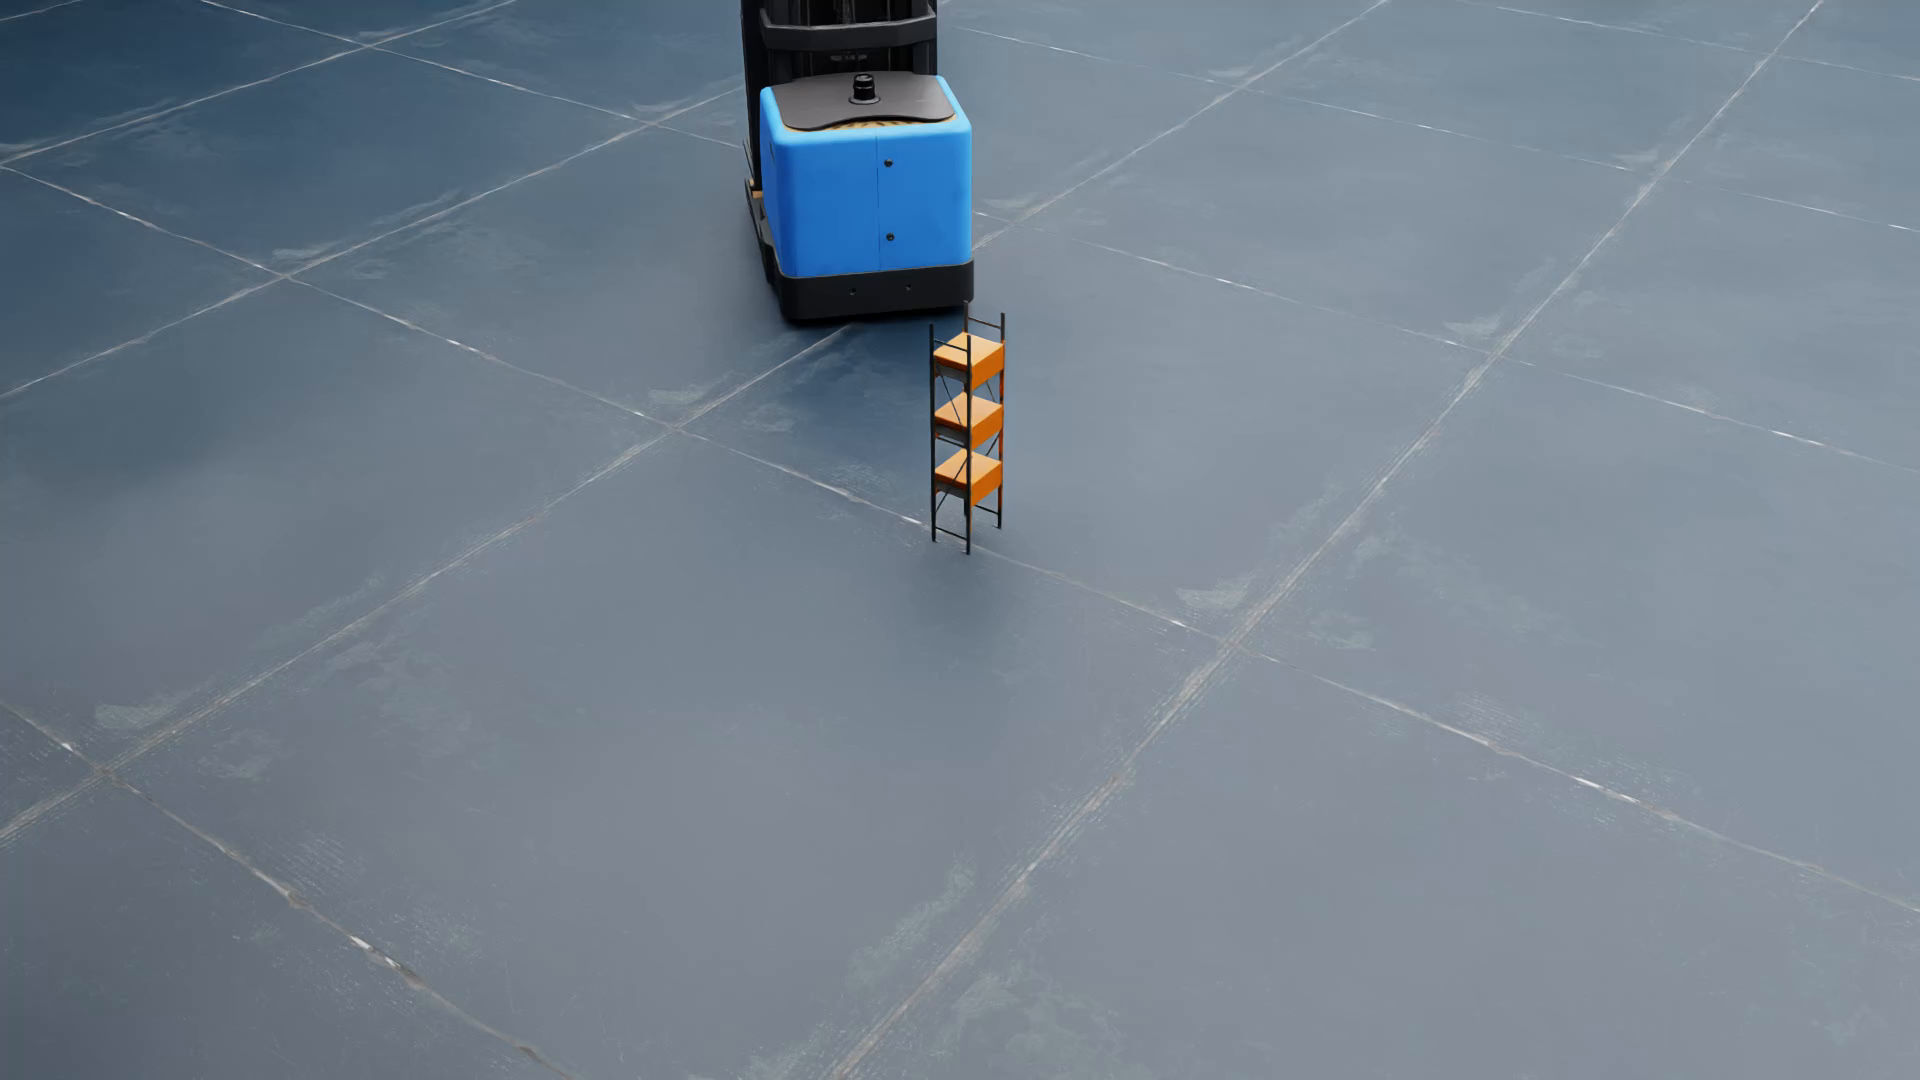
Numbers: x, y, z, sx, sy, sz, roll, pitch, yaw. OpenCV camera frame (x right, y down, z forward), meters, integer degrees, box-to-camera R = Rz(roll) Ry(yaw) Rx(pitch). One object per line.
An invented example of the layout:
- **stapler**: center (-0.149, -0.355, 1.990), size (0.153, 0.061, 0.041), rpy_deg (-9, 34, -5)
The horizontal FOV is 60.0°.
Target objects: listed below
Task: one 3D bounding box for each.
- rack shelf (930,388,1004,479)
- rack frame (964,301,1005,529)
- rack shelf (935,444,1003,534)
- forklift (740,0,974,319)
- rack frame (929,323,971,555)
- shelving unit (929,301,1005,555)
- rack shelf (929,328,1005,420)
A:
- **rack shelf**: center (0.031, -0.451, 6.998), size (0.215, 0.259, 0.240), rpy_deg (21, 39, 28)
- **rack frame**: center (0.100, -0.516, 7.075), size (0.200, 1.050, 0.008), rpy_deg (21, 39, 28)
- **rack shelf**: center (0.031, -0.221, 7.154), size (0.215, 0.259, 0.240), rpy_deg (21, 39, 28)
- **forklift**: center (-0.720, -3.208, 9.377), size (1.130, 2.935, 3.031), rpy_deg (-6, 35, -9)
- **rack frame**: center (-0.039, -0.403, 6.909), size (0.200, 1.050, 0.008), rpy_deg (21, 39, 28)
- **shelving unit**: center (0.031, -0.460, 6.992), size (0.215, 1.050, 0.252), rpy_deg (21, 39, 28)
- **rack shelf**: center (0.031, -0.686, 6.839), size (0.215, 0.259, 0.240), rpy_deg (21, 39, 28)
